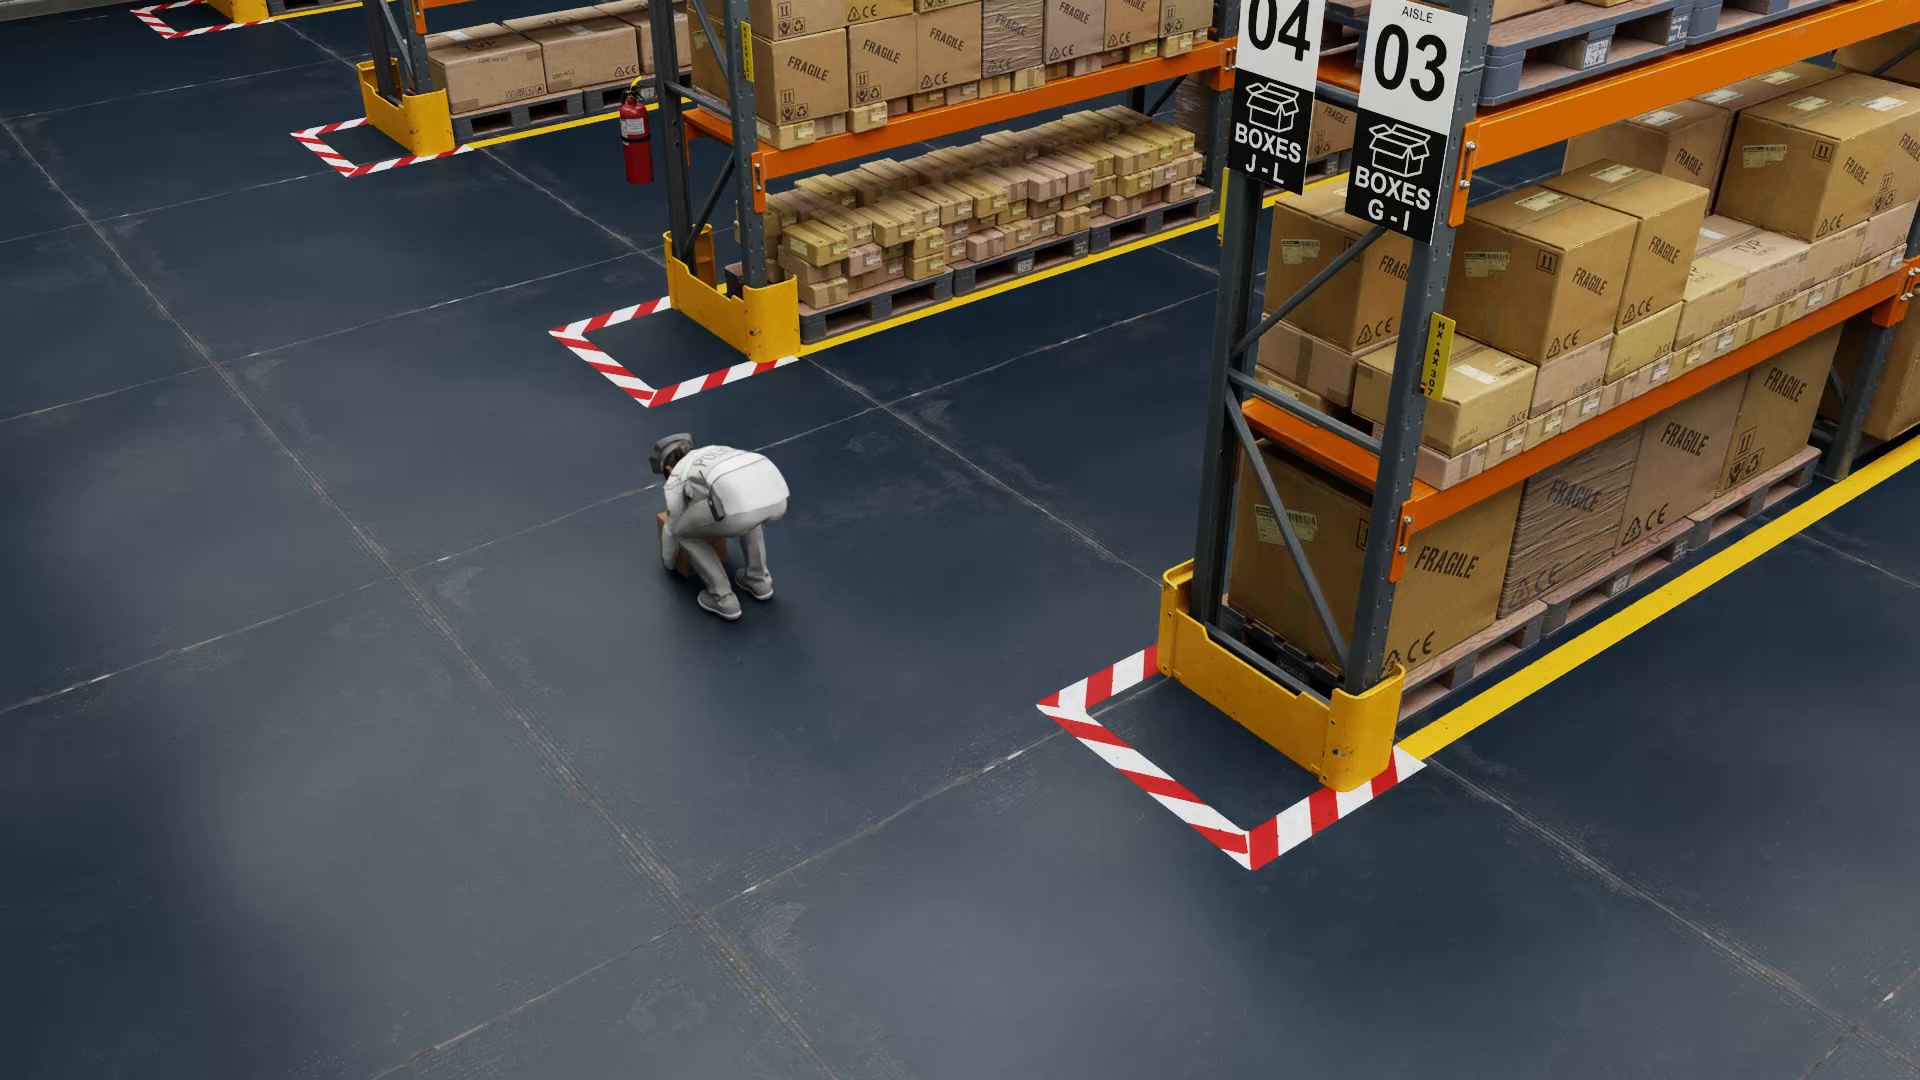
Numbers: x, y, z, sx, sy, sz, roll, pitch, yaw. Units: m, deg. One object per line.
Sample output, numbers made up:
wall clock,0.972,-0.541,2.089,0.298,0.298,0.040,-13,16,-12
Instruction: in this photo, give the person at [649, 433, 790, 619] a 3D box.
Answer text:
person,-1.183,-0.099,8.096,0.461,0.832,0.893,-24,40,-33
